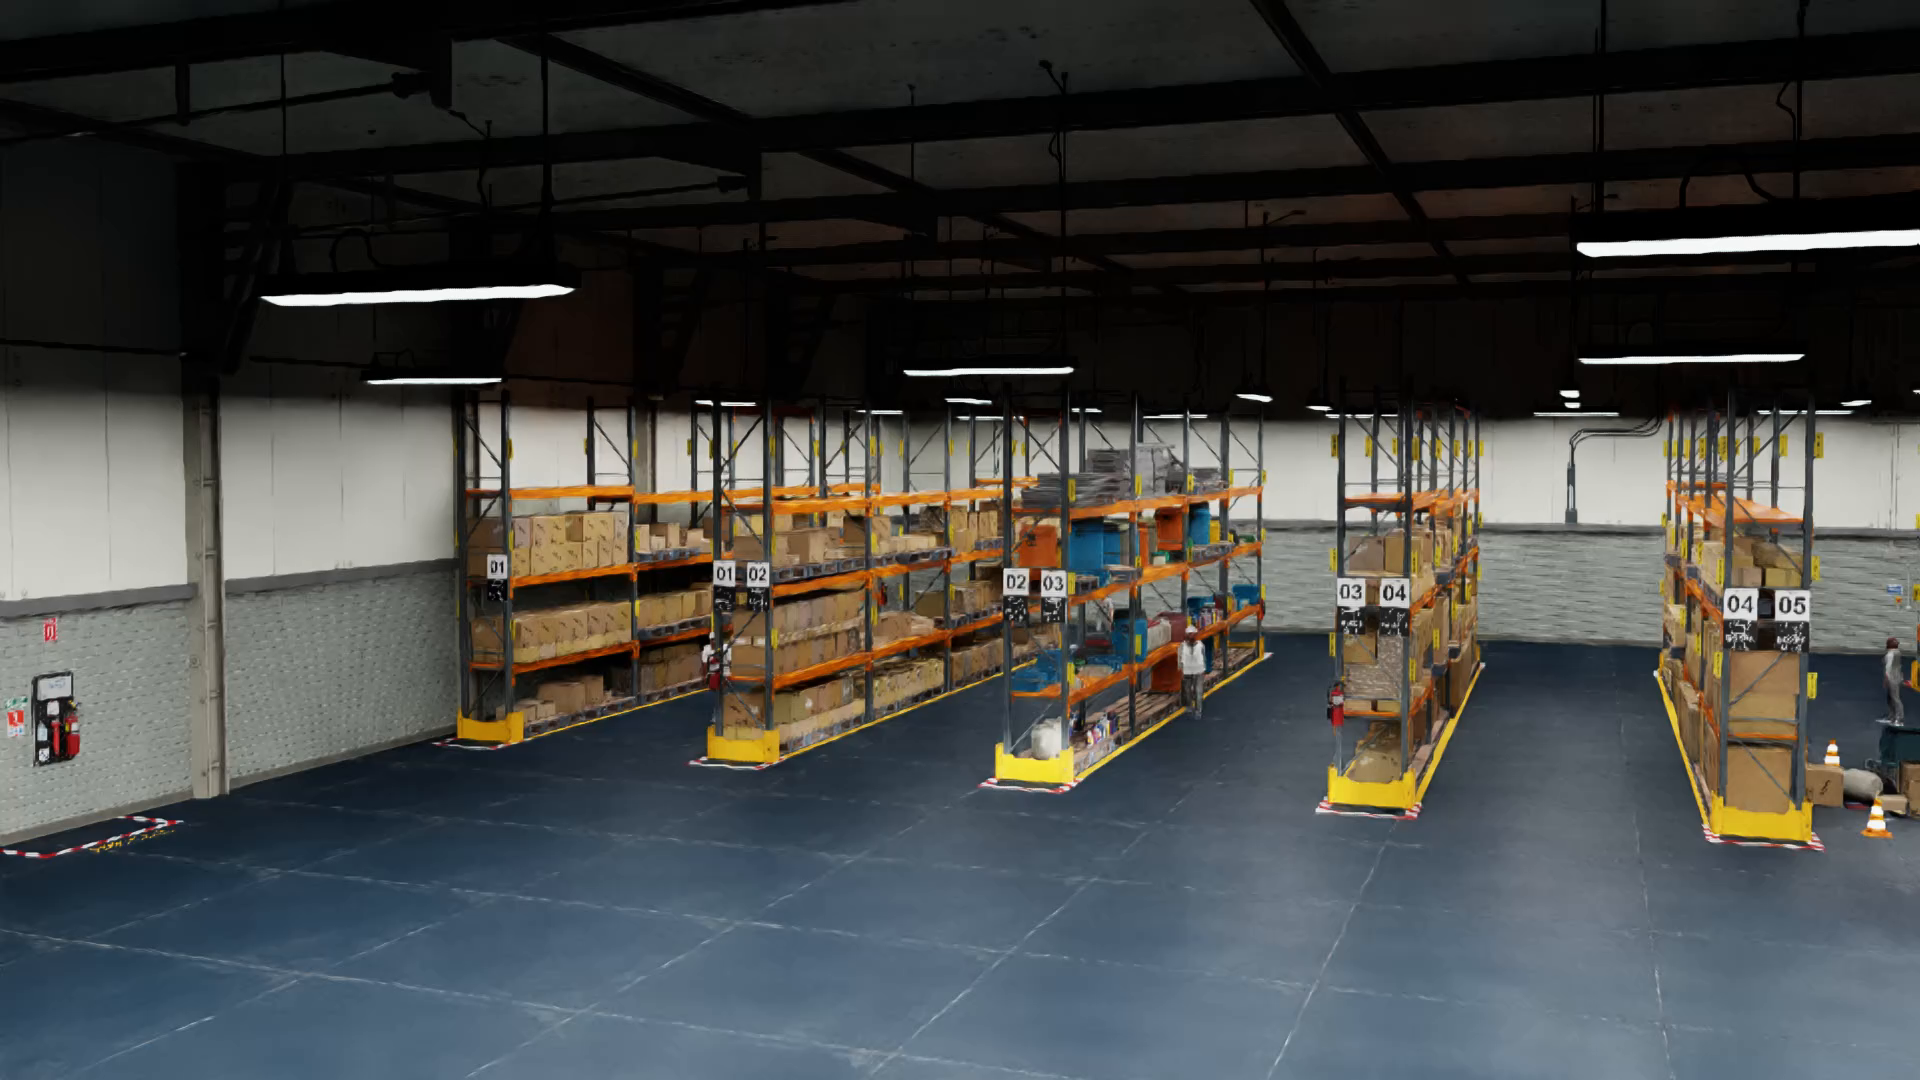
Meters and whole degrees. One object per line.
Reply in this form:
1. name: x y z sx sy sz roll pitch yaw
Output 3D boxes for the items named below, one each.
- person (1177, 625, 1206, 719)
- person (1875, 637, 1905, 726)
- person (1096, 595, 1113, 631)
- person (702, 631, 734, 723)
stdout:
1. person: 4.298 2.435 30.894 0.538 1.715 1.026 1 3 12
2. person: 16.812 2.538 30.022 0.536 1.590 0.534 3 4 44
3. person: 3.521 1.960 40.528 0.455 1.612 1.010 1 3 19
4. person: -4.459 2.467 30.376 0.582 1.686 1.113 1 3 18
